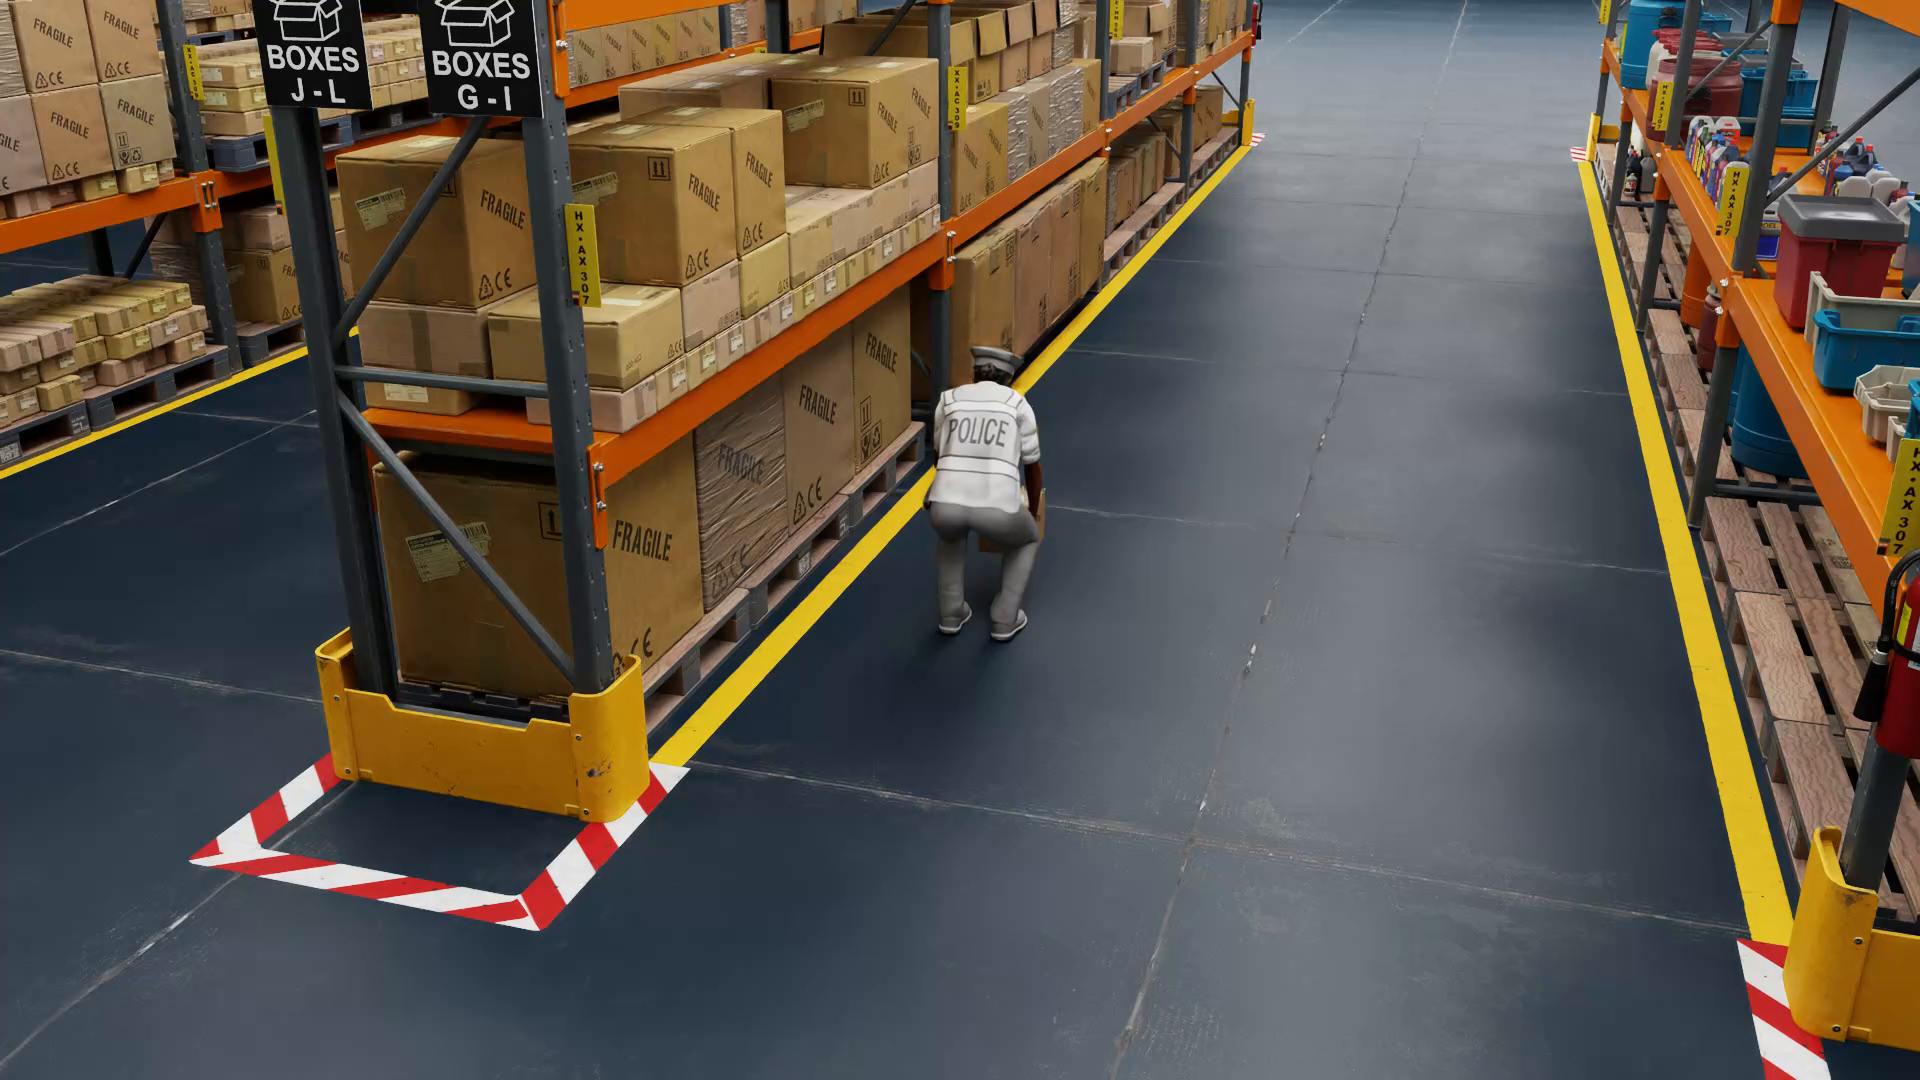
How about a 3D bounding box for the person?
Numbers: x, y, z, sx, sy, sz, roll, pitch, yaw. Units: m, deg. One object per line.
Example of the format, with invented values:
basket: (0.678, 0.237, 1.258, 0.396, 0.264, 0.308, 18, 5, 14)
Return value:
person: (0.089, -0.203, 7.220, 0.500, 1.195, 0.797, 6, 23, 16)
